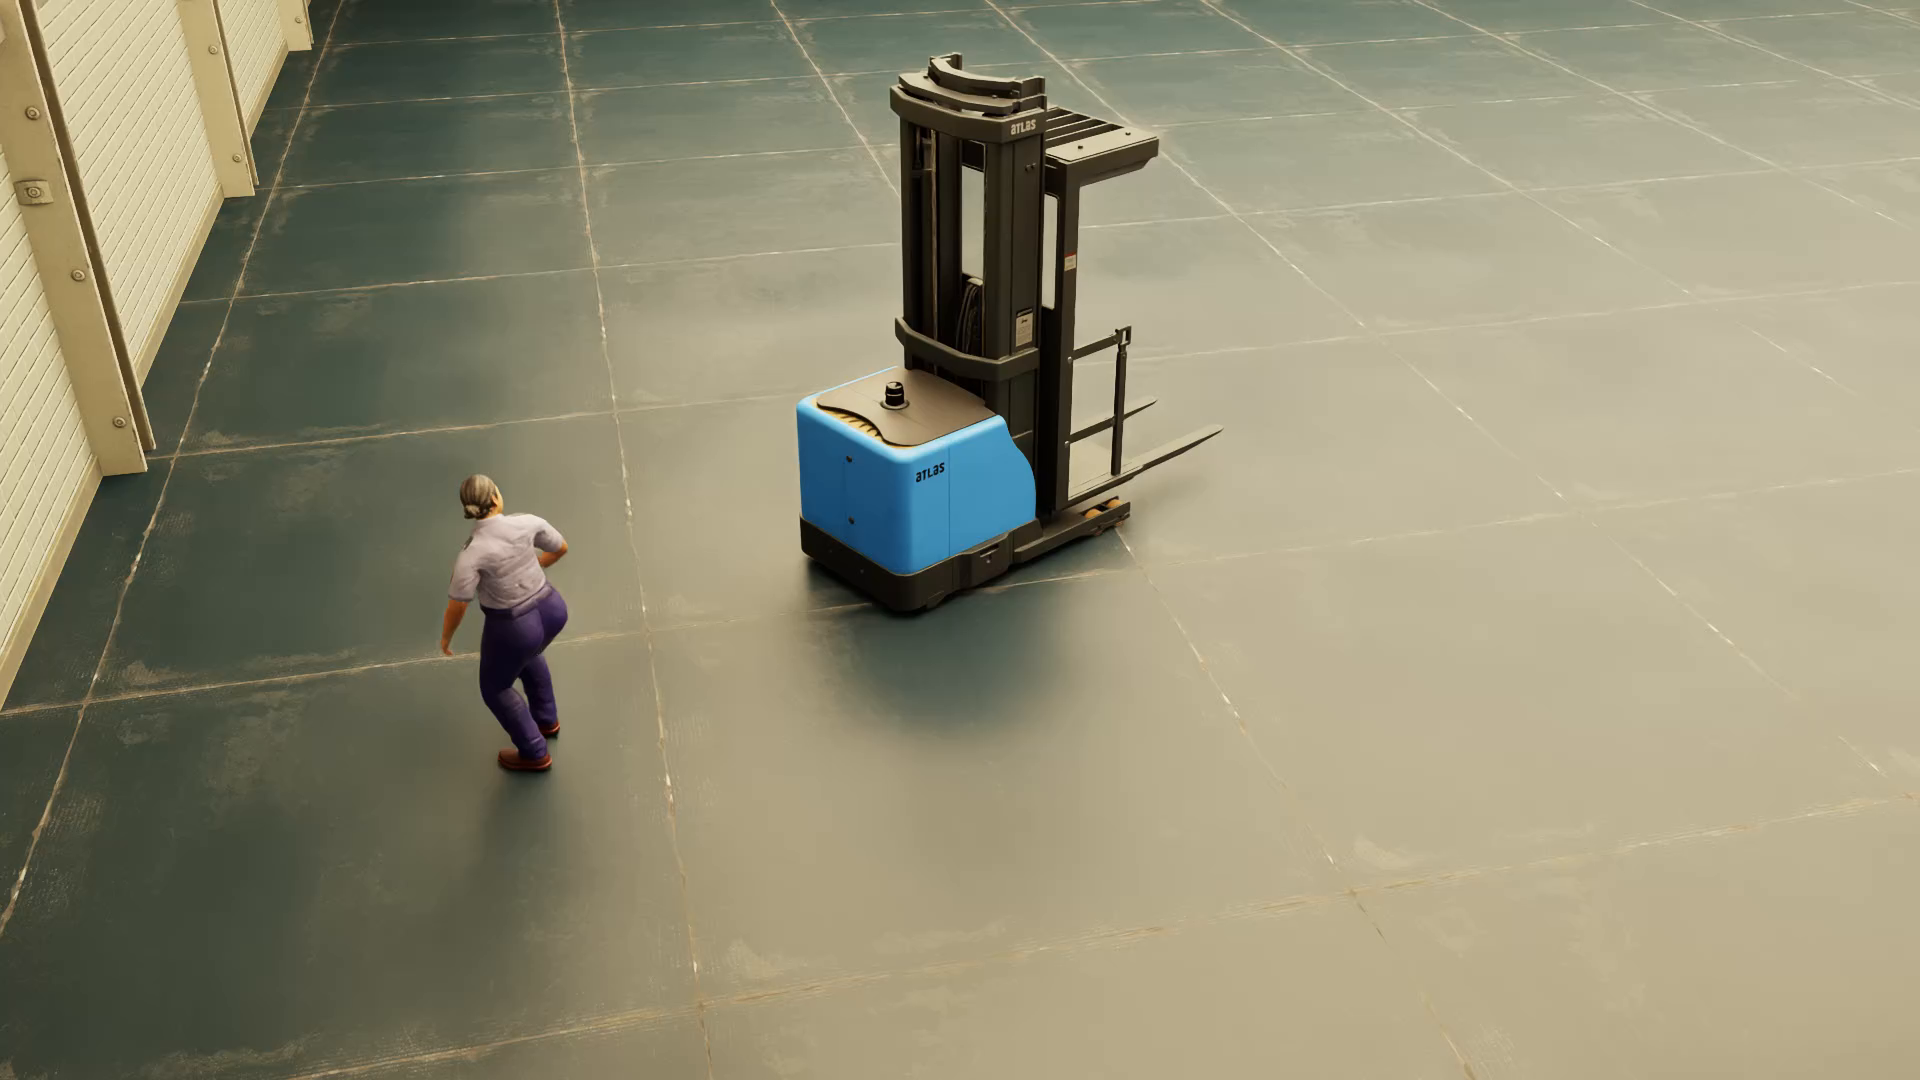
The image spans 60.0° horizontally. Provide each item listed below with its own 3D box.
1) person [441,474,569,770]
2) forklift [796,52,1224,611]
[{"bbox_3d":[-2.253,0.400,8.219,0.492,1.614,0.685,18,35,28],"label":"person"},{"bbox_3d":[0.457,-1.471,10.116,3.031,2.935,1.130,-24,38,-35],"label":"forklift"}]
